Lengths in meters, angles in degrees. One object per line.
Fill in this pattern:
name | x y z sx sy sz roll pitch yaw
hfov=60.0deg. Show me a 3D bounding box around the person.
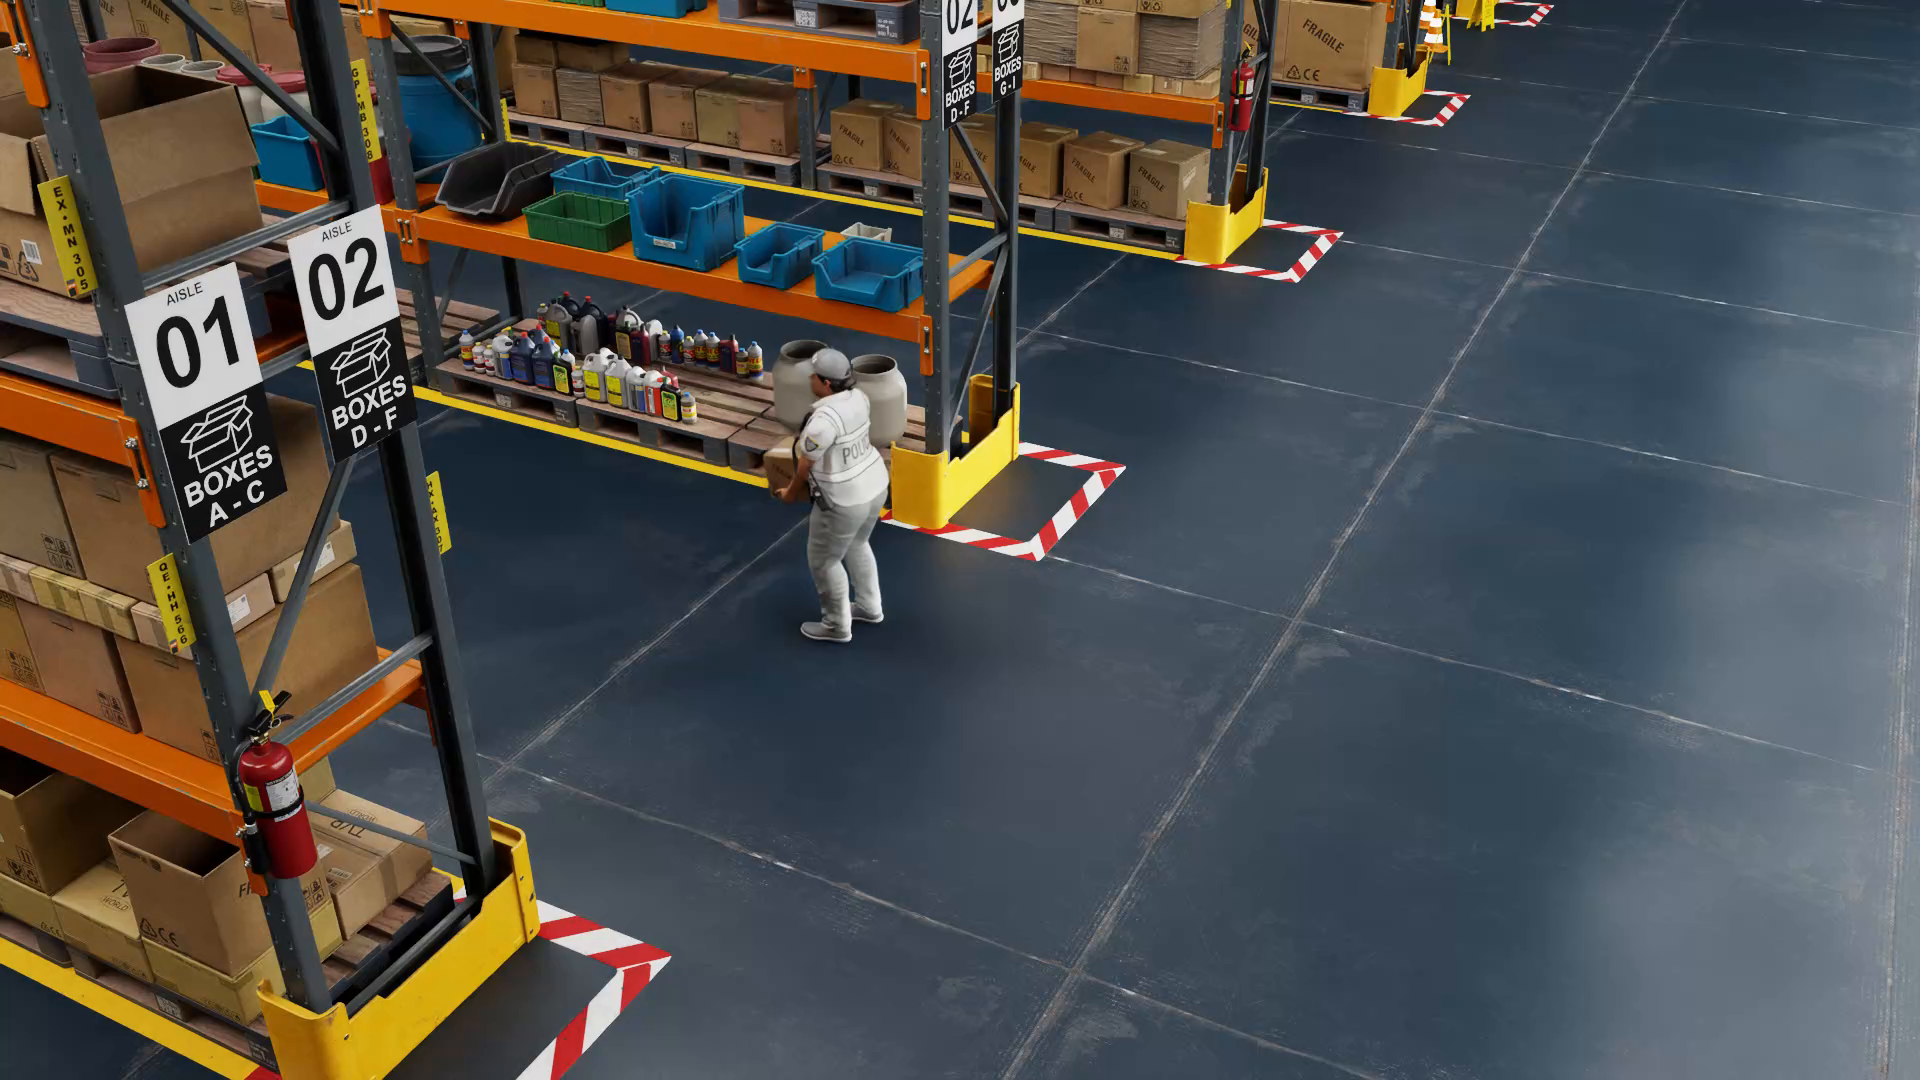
person | -0.668 -0.236 8.702 0.559 1.660 0.452 14 33 22
